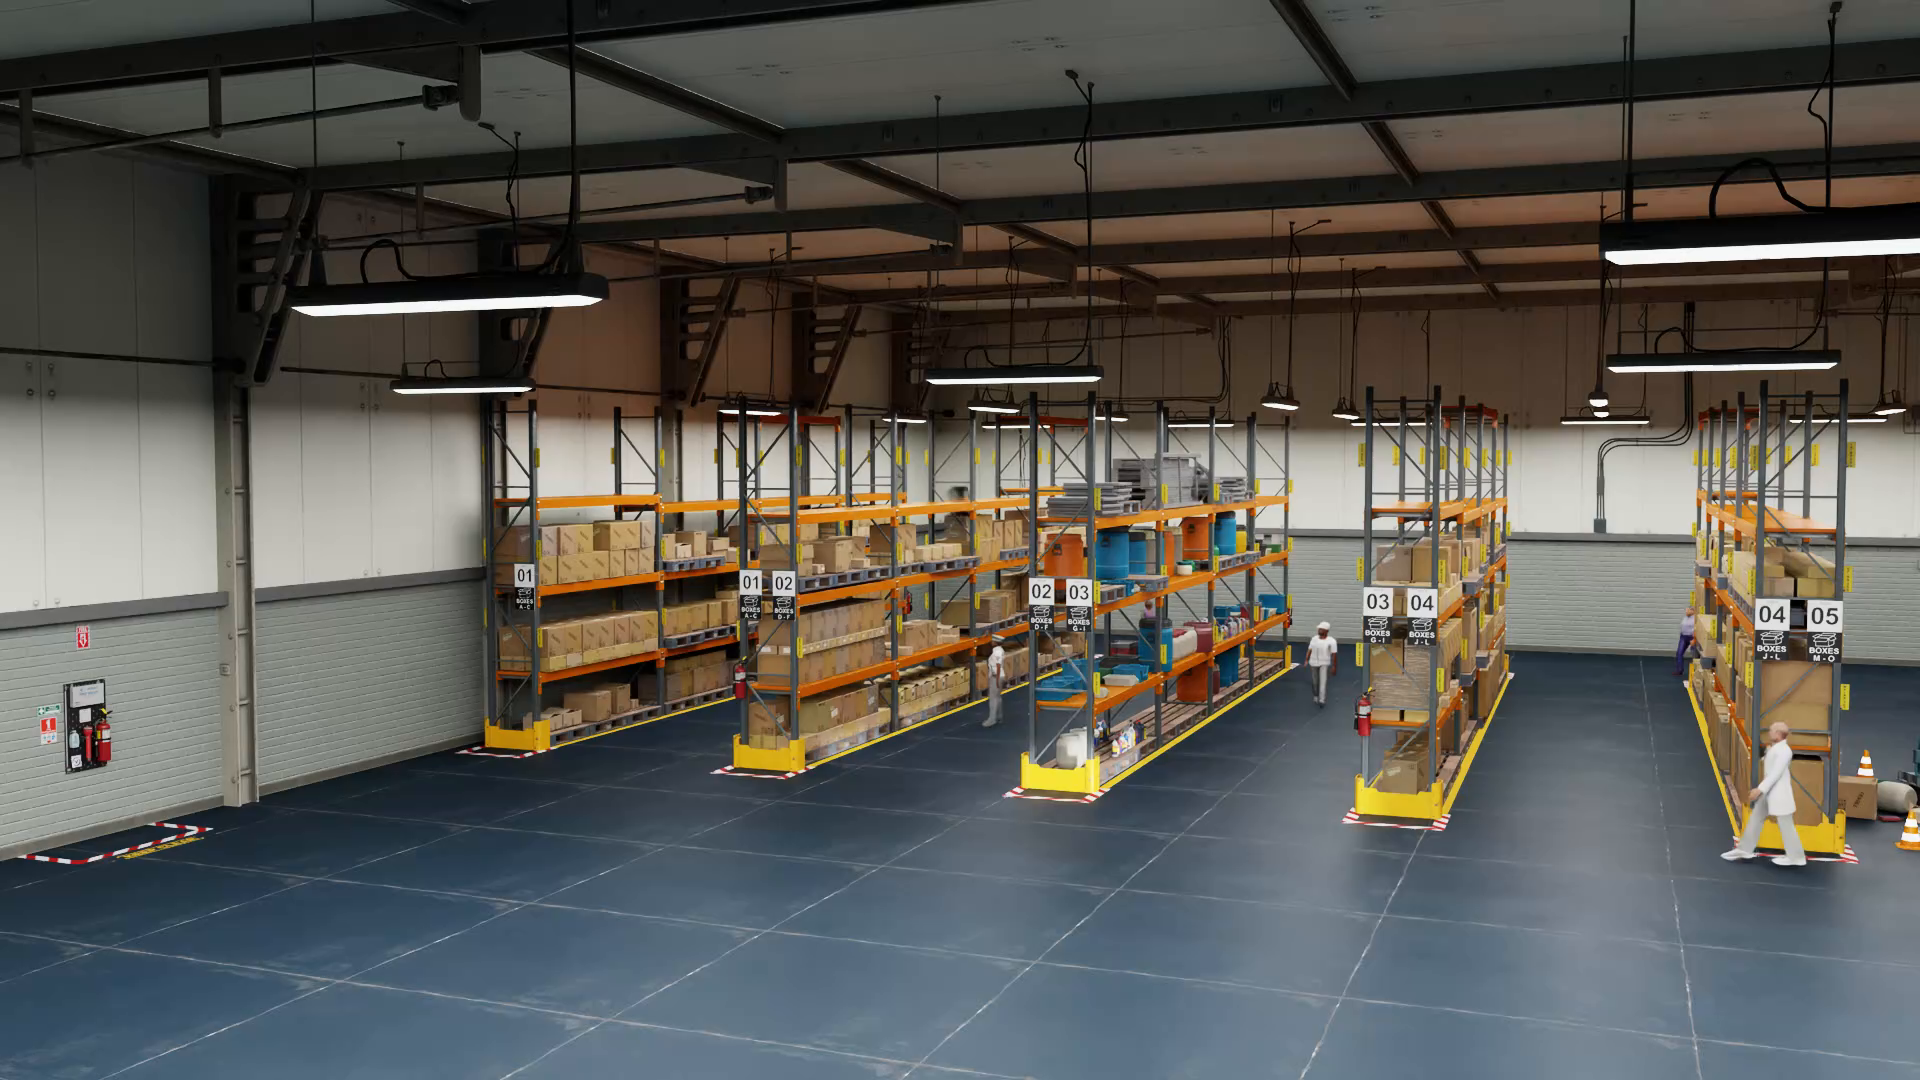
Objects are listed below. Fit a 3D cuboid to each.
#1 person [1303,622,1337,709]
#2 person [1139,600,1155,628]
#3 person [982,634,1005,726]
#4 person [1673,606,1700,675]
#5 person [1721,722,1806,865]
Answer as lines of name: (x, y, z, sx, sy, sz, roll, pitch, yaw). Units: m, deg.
person: (7.233, 2.508, 33.437, 0.660, 1.711, 1.054, 1, 3, 23)
person: (4.571, 2.227, 40.229, 0.513, 1.591, 0.394, -2, 3, -30)
person: (0.635, 2.630, 31.238, 0.414, 1.689, 0.585, 0, 3, 6)
person: (16.836, 2.308, 38.317, 0.952, 1.598, 0.472, -2, 4, -41)
person: (9.892, 3.125, 20.376, 0.889, 1.706, 0.589, 0, 3, 9)
